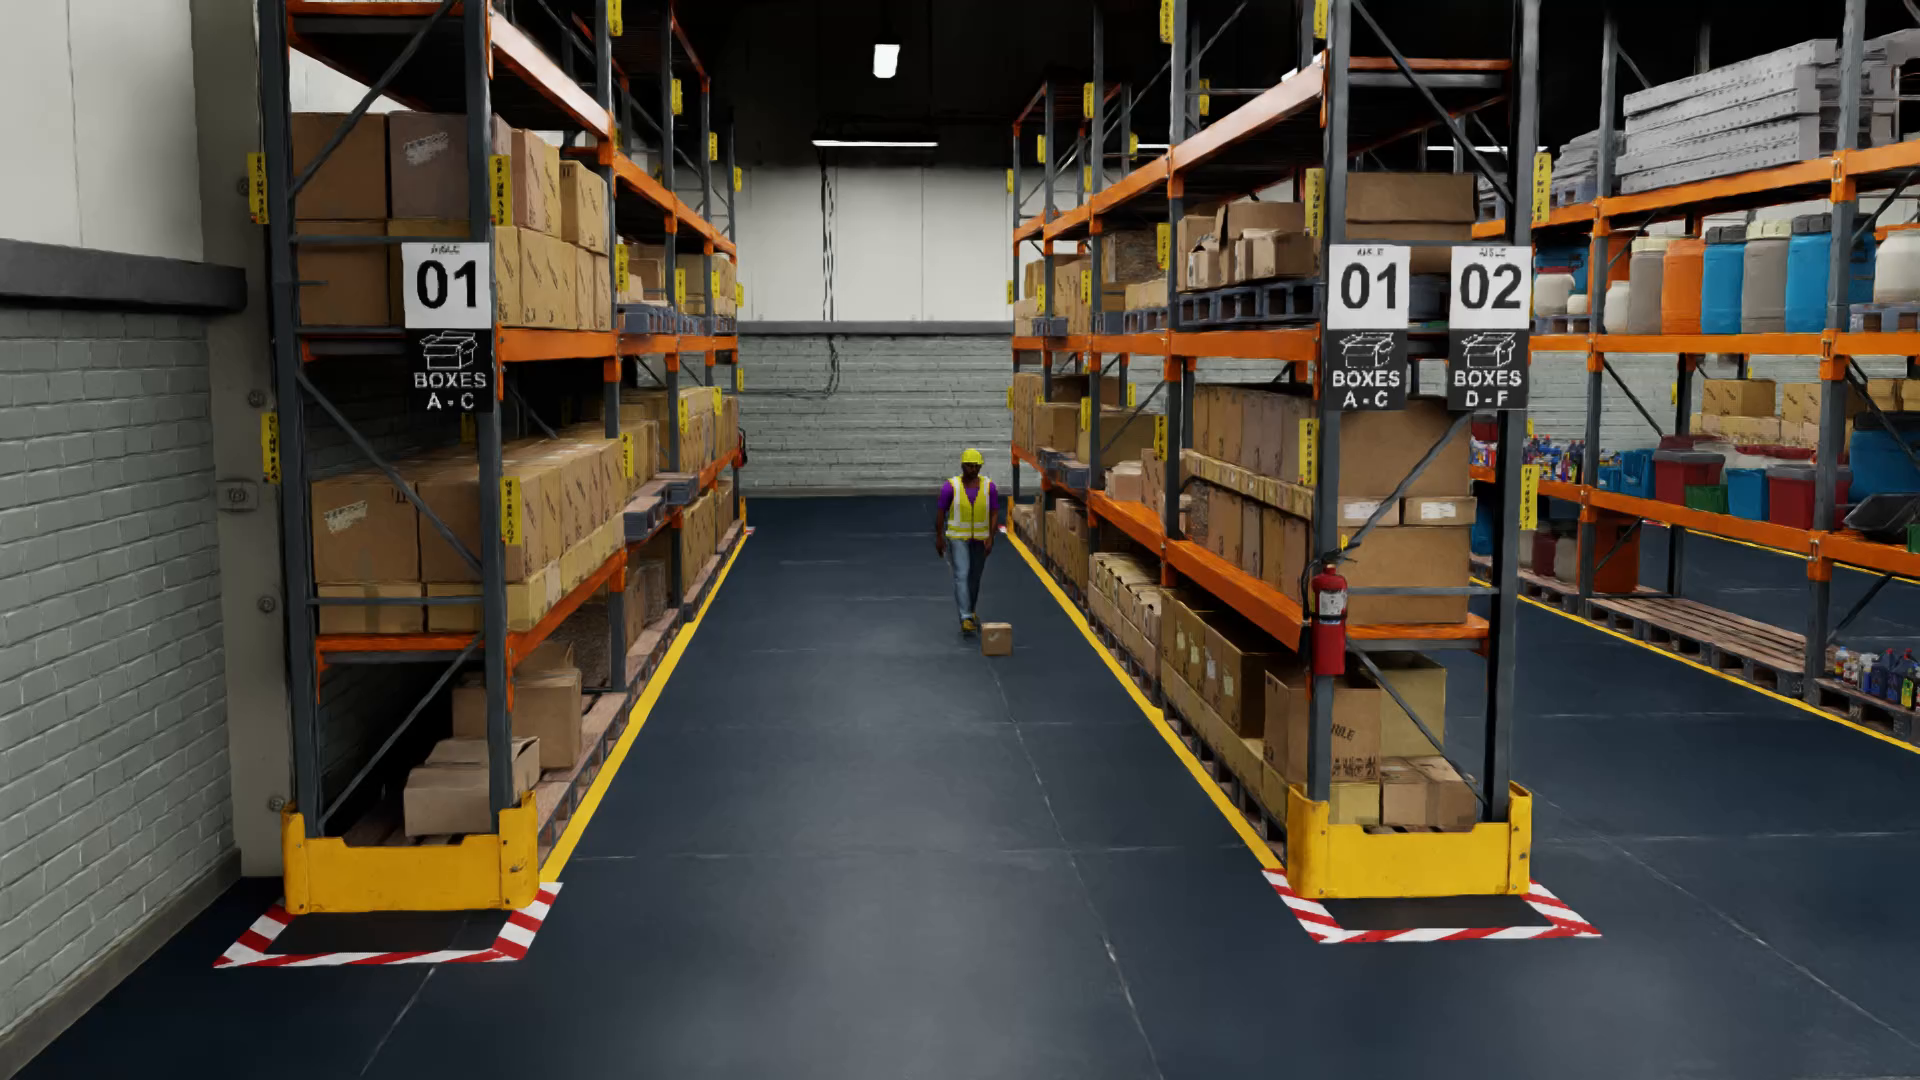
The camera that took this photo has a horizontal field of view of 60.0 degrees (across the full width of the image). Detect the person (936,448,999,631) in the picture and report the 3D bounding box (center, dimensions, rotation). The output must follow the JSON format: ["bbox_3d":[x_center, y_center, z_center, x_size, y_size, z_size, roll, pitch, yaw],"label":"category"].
[{"bbox_3d":[0.094,-0.022,15.814,0.584,1.707,1.041,-2,7,-15],"label":"person"}]
